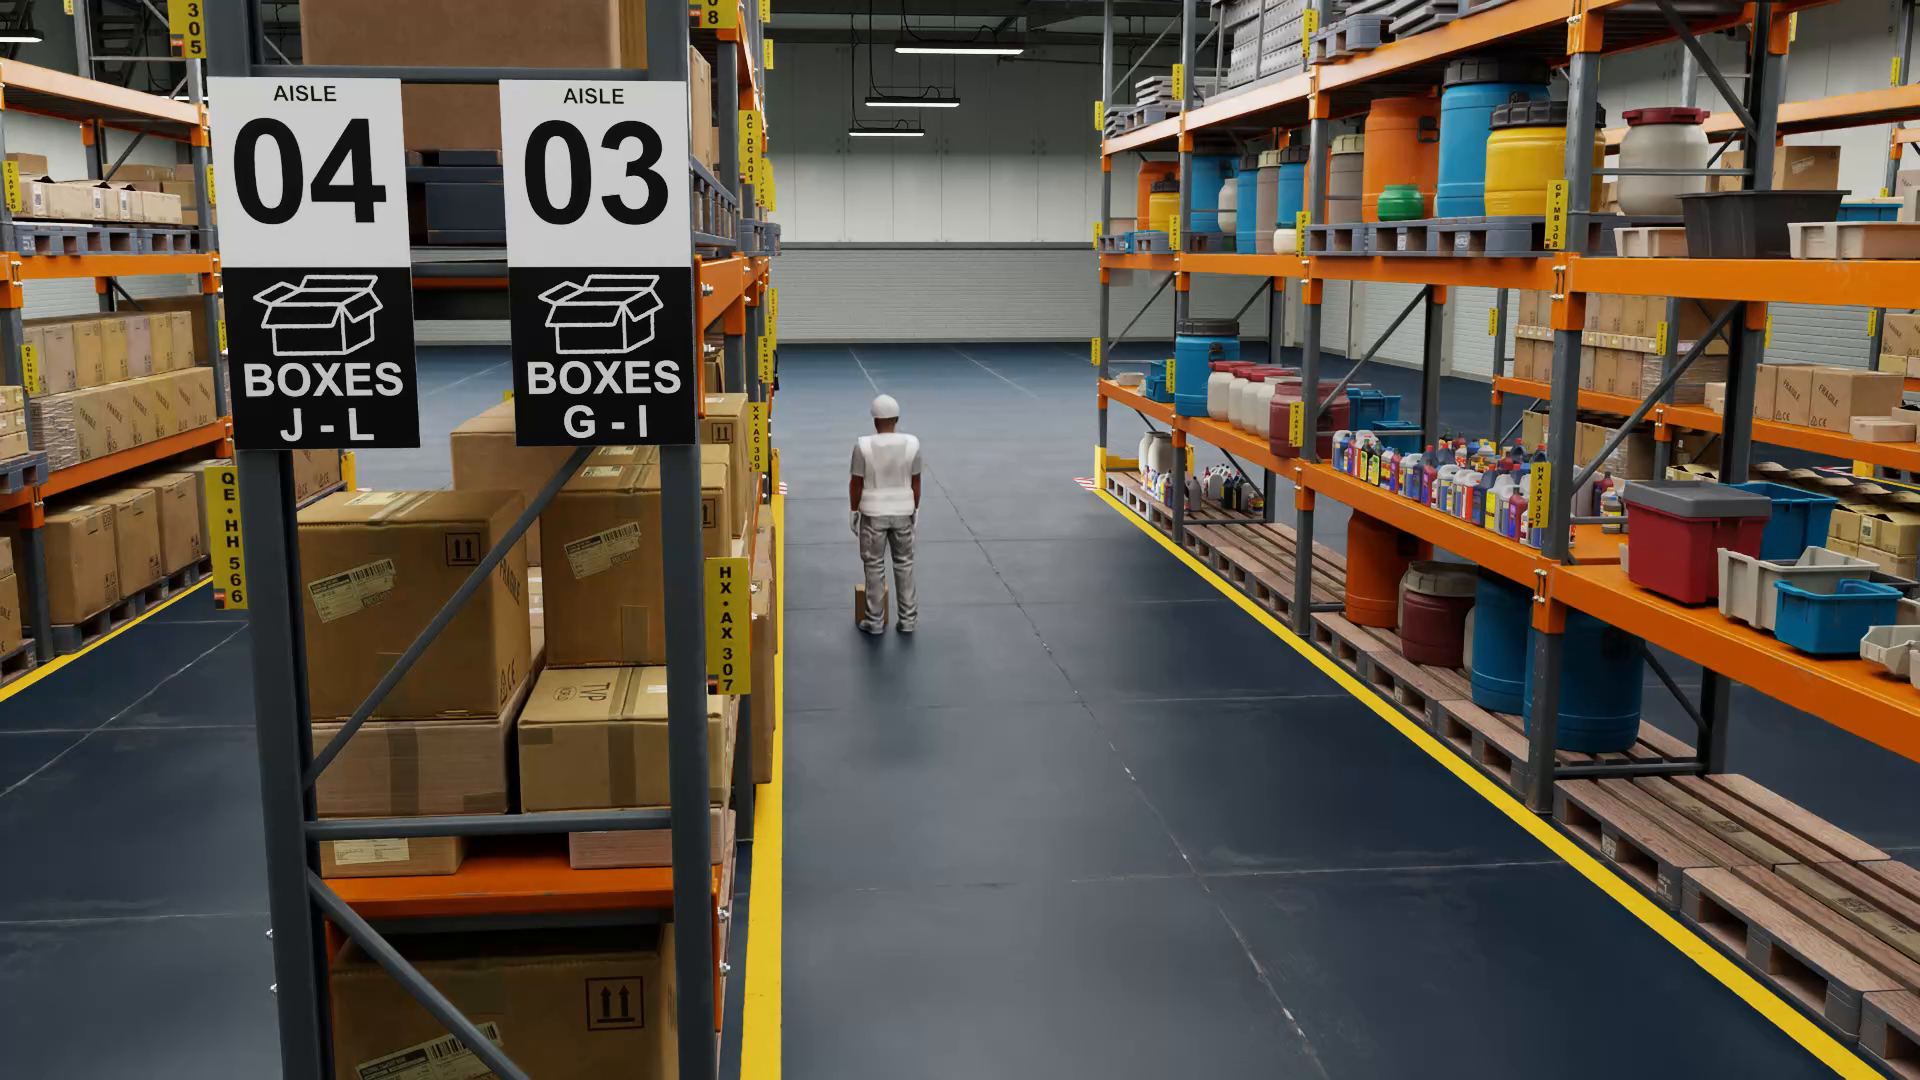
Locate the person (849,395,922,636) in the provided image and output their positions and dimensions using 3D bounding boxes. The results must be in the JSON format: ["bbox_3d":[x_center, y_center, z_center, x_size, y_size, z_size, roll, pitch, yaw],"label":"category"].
[{"bbox_3d":[-0.561,-0.190,12.421,0.548,1.785,0.357,-3,10,-16],"label":"person"}]
